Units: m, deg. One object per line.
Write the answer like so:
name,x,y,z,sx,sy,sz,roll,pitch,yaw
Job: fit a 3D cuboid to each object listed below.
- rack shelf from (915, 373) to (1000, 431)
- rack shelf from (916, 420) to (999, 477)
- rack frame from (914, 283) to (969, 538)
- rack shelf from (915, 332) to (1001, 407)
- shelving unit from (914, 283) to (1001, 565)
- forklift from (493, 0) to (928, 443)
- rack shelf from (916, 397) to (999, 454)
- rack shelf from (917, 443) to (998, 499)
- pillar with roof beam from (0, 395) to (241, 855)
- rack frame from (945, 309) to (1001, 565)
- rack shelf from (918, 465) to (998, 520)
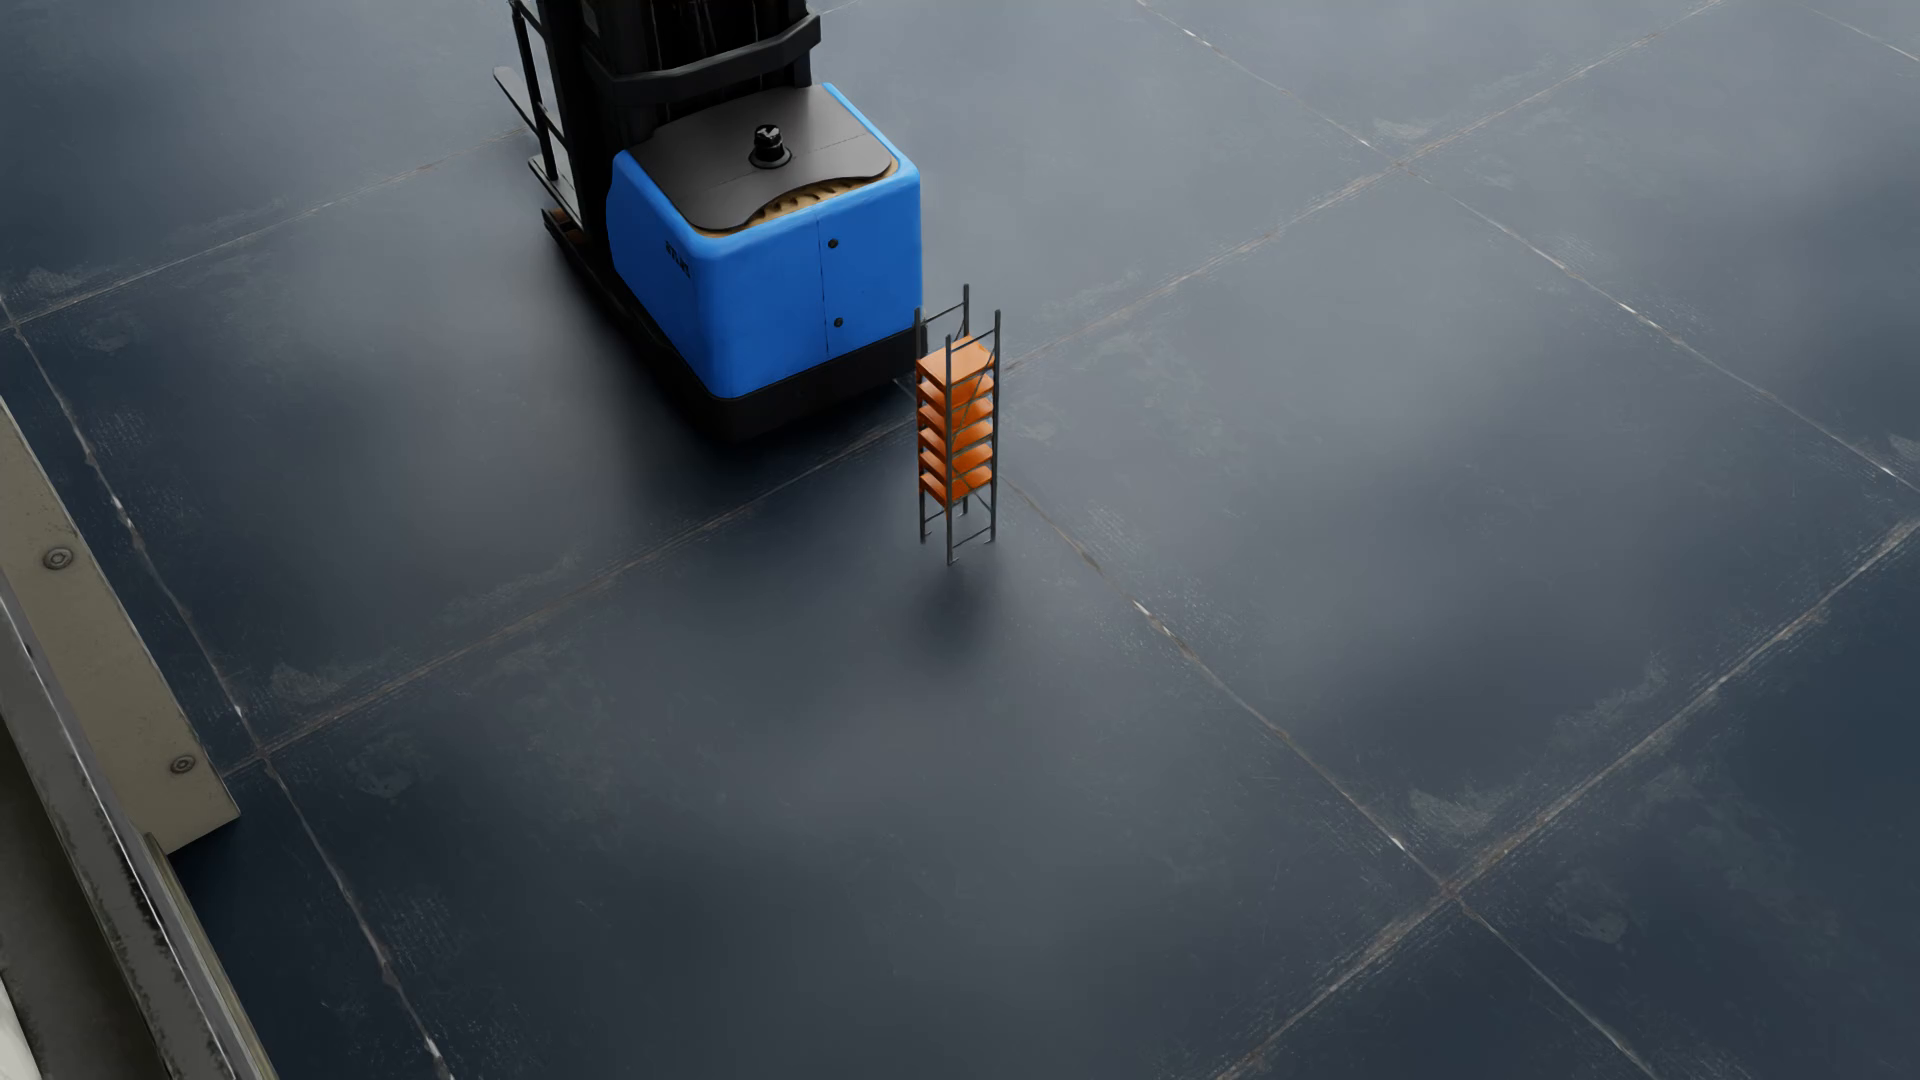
rack shelf,-0.009,-0.543,6.167,0.258,0.103,0.180,-29,54,-24
rack shelf,-0.009,-0.382,6.345,0.258,0.103,0.180,-29,54,-24
rack frame,-0.064,-0.465,6.361,0.240,1.200,0.006,-29,54,-24
rack shelf,-0.009,-0.623,6.078,0.258,0.103,0.180,-29,54,-24
shelving unit,-0.009,-0.412,6.312,0.258,1.200,0.189,-29,54,-24
forklift,-1.351,-2.474,7.013,1.130,2.935,3.031,-25,52,-21
rack shelf,-0.009,-0.462,6.256,0.258,0.103,0.180,-29,54,-24
rack shelf,-0.009,-0.301,6.434,0.258,0.103,0.180,-29,54,-24
pillar with roof beam,0.648,-4.032,4.330,9.100,9.000,0.400,-29,54,-24
rack frame,0.047,-0.358,6.263,0.240,1.200,0.006,-29,54,-24
rack shelf,-0.009,-0.220,6.523,0.258,0.103,0.180,-29,54,-24
